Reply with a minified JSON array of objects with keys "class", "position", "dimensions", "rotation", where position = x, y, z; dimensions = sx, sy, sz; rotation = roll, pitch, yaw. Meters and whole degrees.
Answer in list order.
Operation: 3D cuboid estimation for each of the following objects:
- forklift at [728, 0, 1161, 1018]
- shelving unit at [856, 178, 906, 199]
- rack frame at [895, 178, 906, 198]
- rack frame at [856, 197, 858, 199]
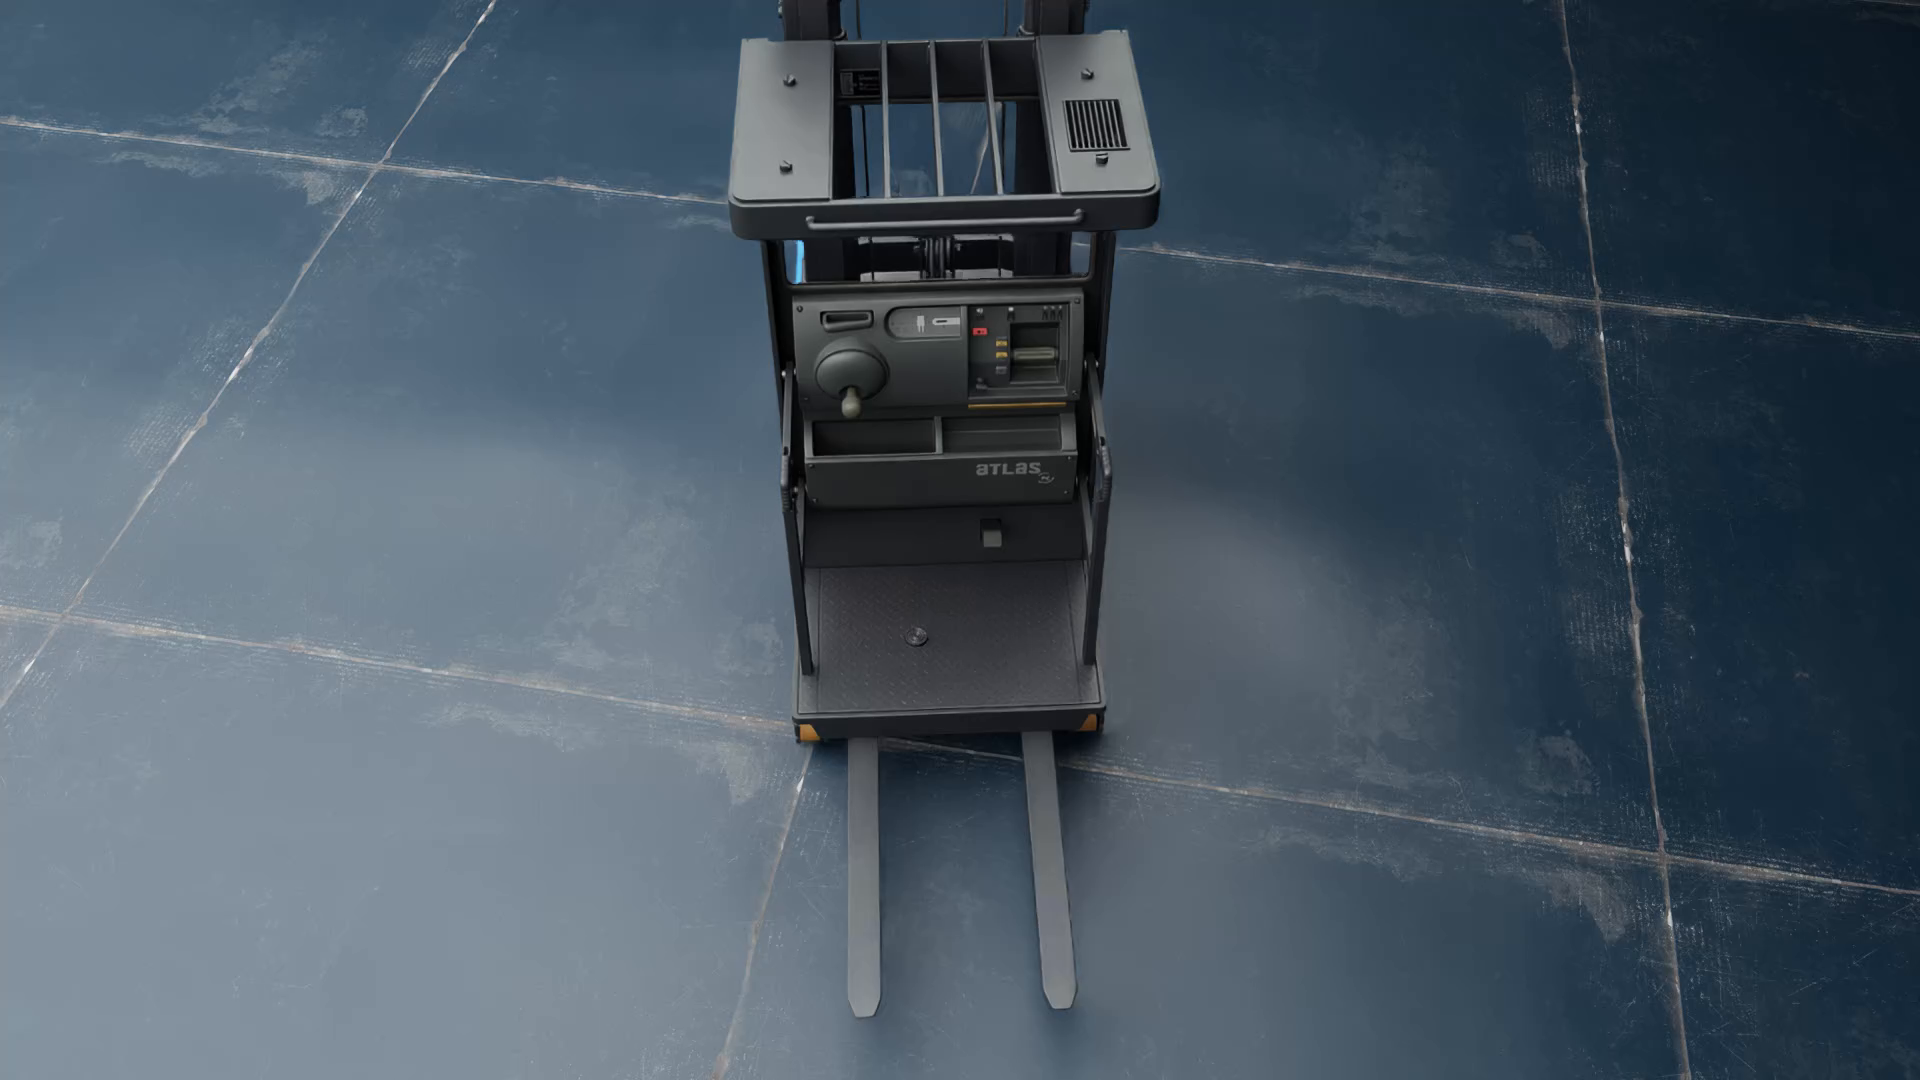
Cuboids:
[{"class":"forklift","position":[-0.055,-0.500,5.201],"dimensions":[1.130,2.935,3.031],"rotation":[-2,48,-2]},{"class":"shelving unit","position":[-0.277,-1.075,7.083],"dimensions":[0.210,0.900,0.258],"rotation":[-29,54,-23]},{"class":"rack frame","position":[-0.195,-1.120,7.123],"dimensions":[0.006,0.900,0.240],"rotation":[-29,54,-23]},{"class":"rack frame","position":[-0.359,-1.030,7.042],"dimensions":[0.006,0.900,0.240],"rotation":[-29,54,-23]}]
